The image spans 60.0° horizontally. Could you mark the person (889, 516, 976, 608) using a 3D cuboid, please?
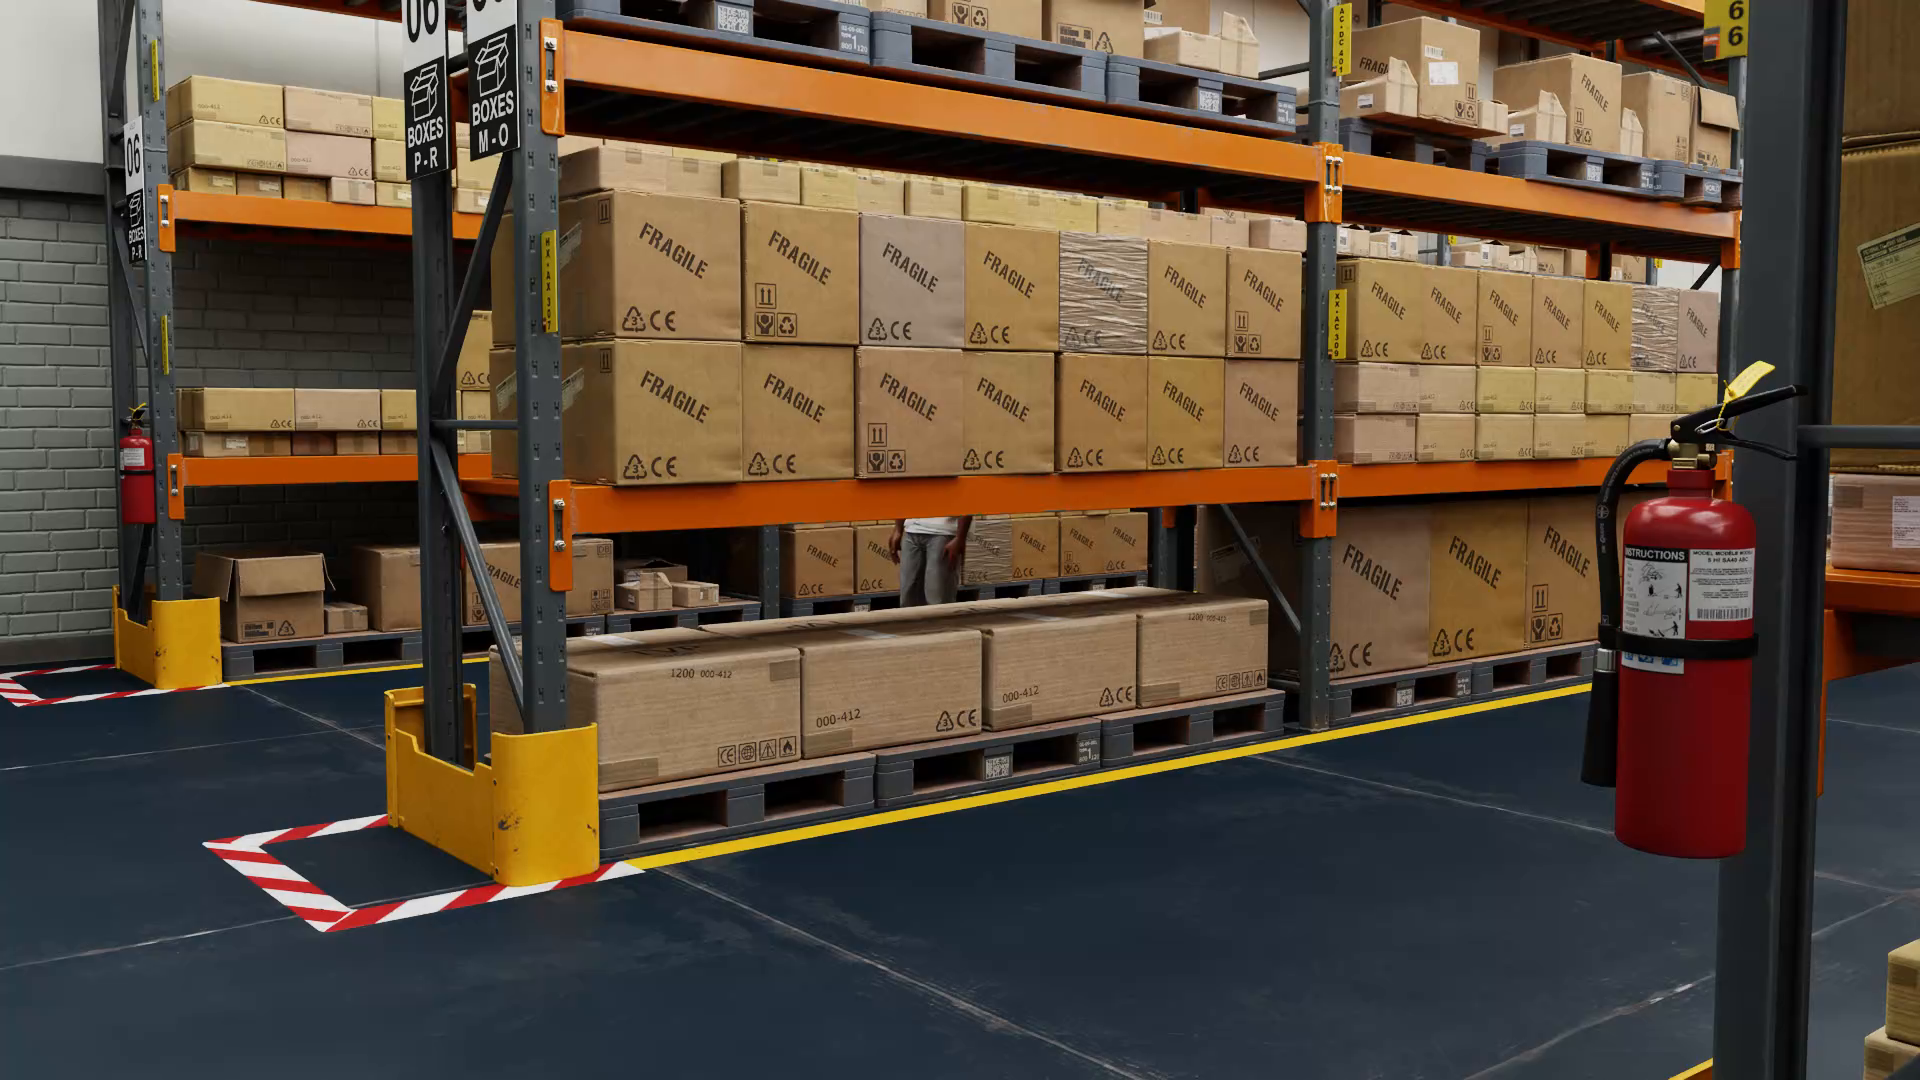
[{"bbox_3d":[-0.167,-0.018,9.113,0.458,1.761,0.628,-3,5,-38],"label":"person"}]
